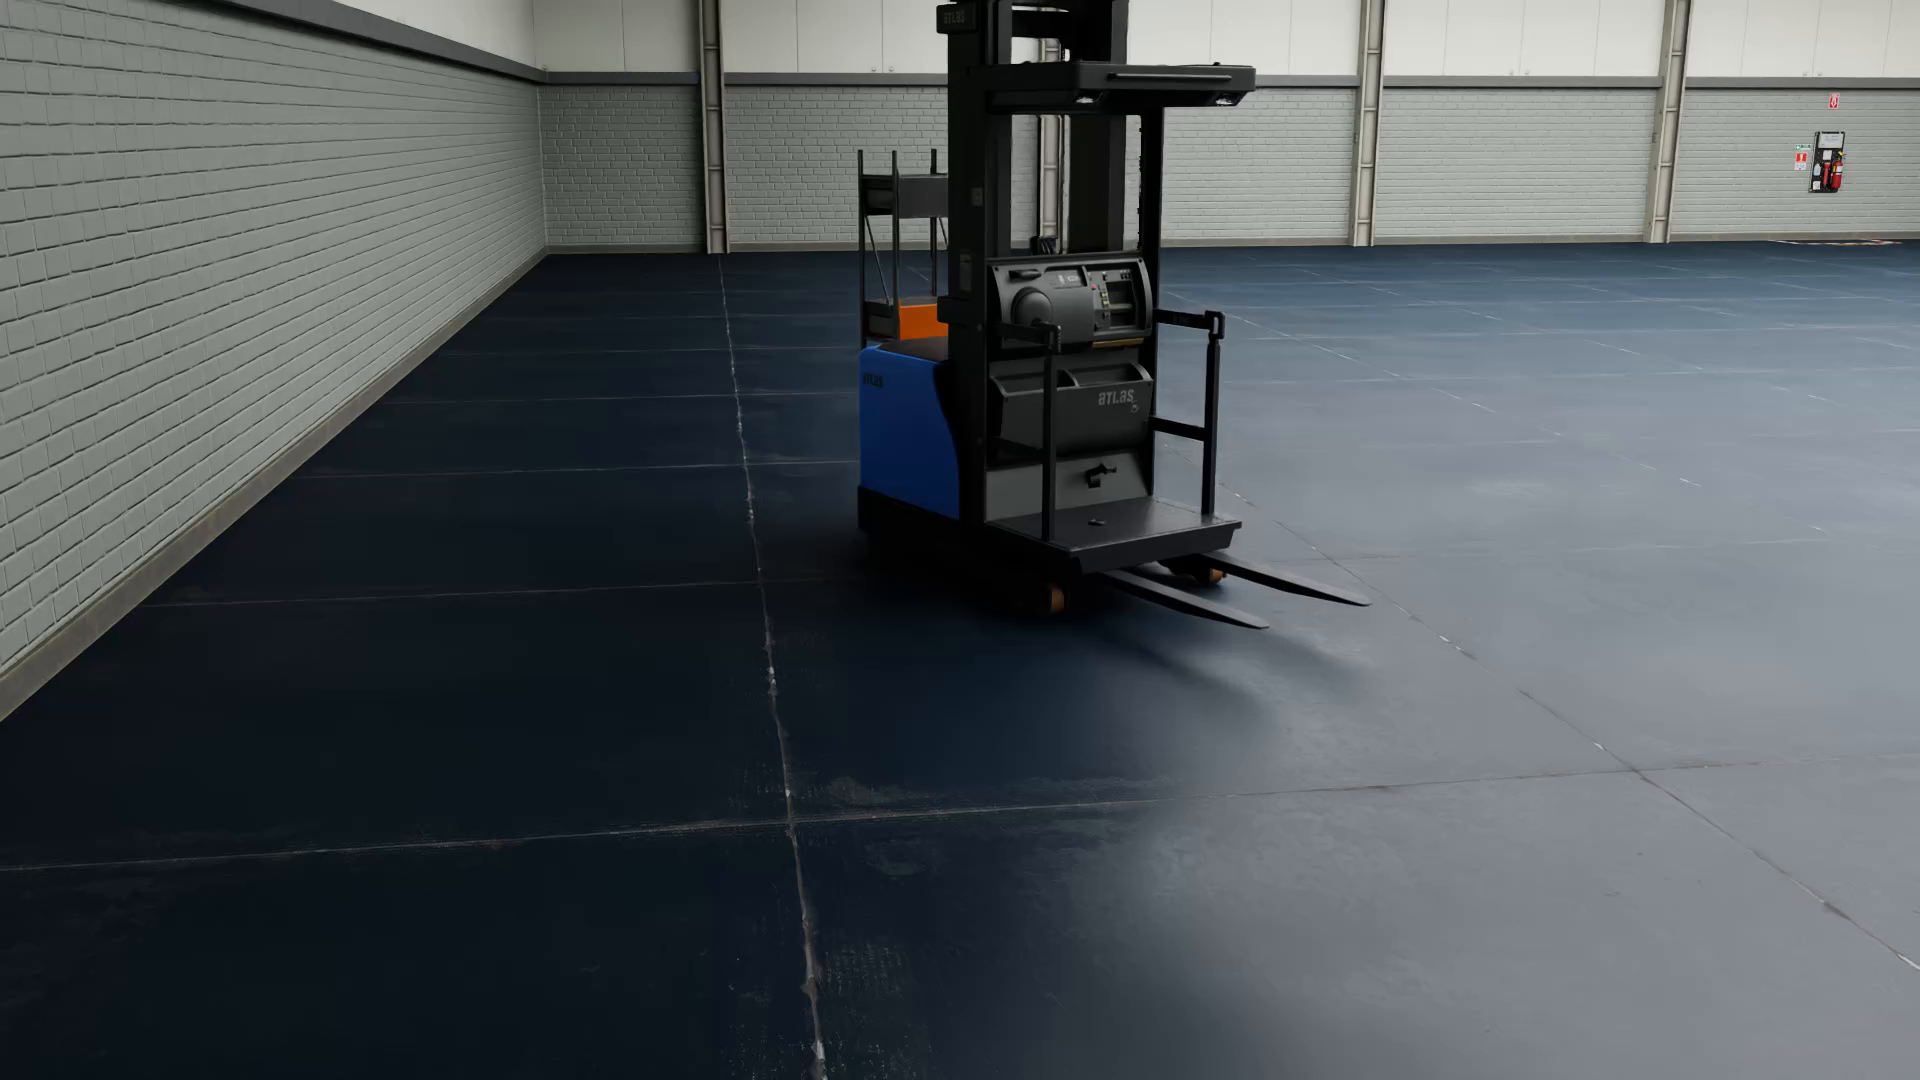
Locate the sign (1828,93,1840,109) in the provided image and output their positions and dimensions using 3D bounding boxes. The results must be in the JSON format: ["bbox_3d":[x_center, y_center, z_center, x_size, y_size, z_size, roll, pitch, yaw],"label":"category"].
[{"bbox_3d":[16.952,-8.517,32.251,0.199,0.298,0.001,-2,14,-8],"label":"sign"}]

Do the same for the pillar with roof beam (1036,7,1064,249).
[{"bbox_3d":[2.267,-8.671,25.300,0.400,9.000,9.100,-2,14,-8],"label":"pillar with roof beam"}]

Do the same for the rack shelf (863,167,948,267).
[{"bbox_3d":[-0.251,-1.821,9.343,0.480,0.518,0.431,-9,17,-33],"label":"rack shelf"}]

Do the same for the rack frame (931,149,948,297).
[{"bbox_3d":[-0.048,-1.188,9.642,0.015,2.100,0.400,-9,17,-33],"label":"rack frame"}]

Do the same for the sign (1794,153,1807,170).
[{"bbox_3d":[16.413,-7.391,32.454,0.234,0.329,0.001,-2,14,-8],"label":"sign"}]

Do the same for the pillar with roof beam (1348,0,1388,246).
[{"bbox_3d":[8.200,-8.889,26.167,0.400,9.000,9.100,-2,14,-8],"label":"pillar with roof beam"}]

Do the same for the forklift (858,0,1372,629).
[{"bbox_3d":[0.673,-1.193,7.954,1.130,2.935,3.031,-9,17,-33],"label":"forklift"}]

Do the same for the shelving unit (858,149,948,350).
[{"bbox_3d":[-0.251,-1.155,9.510,0.503,2.100,0.431,-9,17,-33],"label":"shelving unit"}]

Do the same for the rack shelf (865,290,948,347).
[{"bbox_3d":[-0.251,-1.142,9.513,0.480,0.518,0.431,-9,17,-33],"label":"rack shelf"}]

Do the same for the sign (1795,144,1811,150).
[{"bbox_3d":[16.419,-7.646,32.381,0.331,0.109,0.001,-2,14,-8],"label":"sign"}]

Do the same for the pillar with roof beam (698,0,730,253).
[{"bbox_3d":[-3.667,-8.454,24.433,0.400,9.000,9.100,-2,14,-8],"label":"pillar with roof beam"}]

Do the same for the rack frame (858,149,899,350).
[{"bbox_3d":[-0.454,-1.122,9.379,0.015,2.100,0.400,-9,17,-33],"label":"rack frame"}]

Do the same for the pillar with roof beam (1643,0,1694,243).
[{"bbox_3d":[14.133,-9.106,27.034,0.400,9.000,9.100,-2,14,-8],"label":"pillar with roof beam"}]

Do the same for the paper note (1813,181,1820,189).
[{"bbox_3d":[16.790,-6.952,32.587,0.142,0.148,0.016,-2,14,-8],"label":"paper note"}]

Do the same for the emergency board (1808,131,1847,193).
[{"bbox_3d":[16.975,-7.369,32.439,0.643,1.169,0.194,-2,14,-8],"label":"emergency board"}]
